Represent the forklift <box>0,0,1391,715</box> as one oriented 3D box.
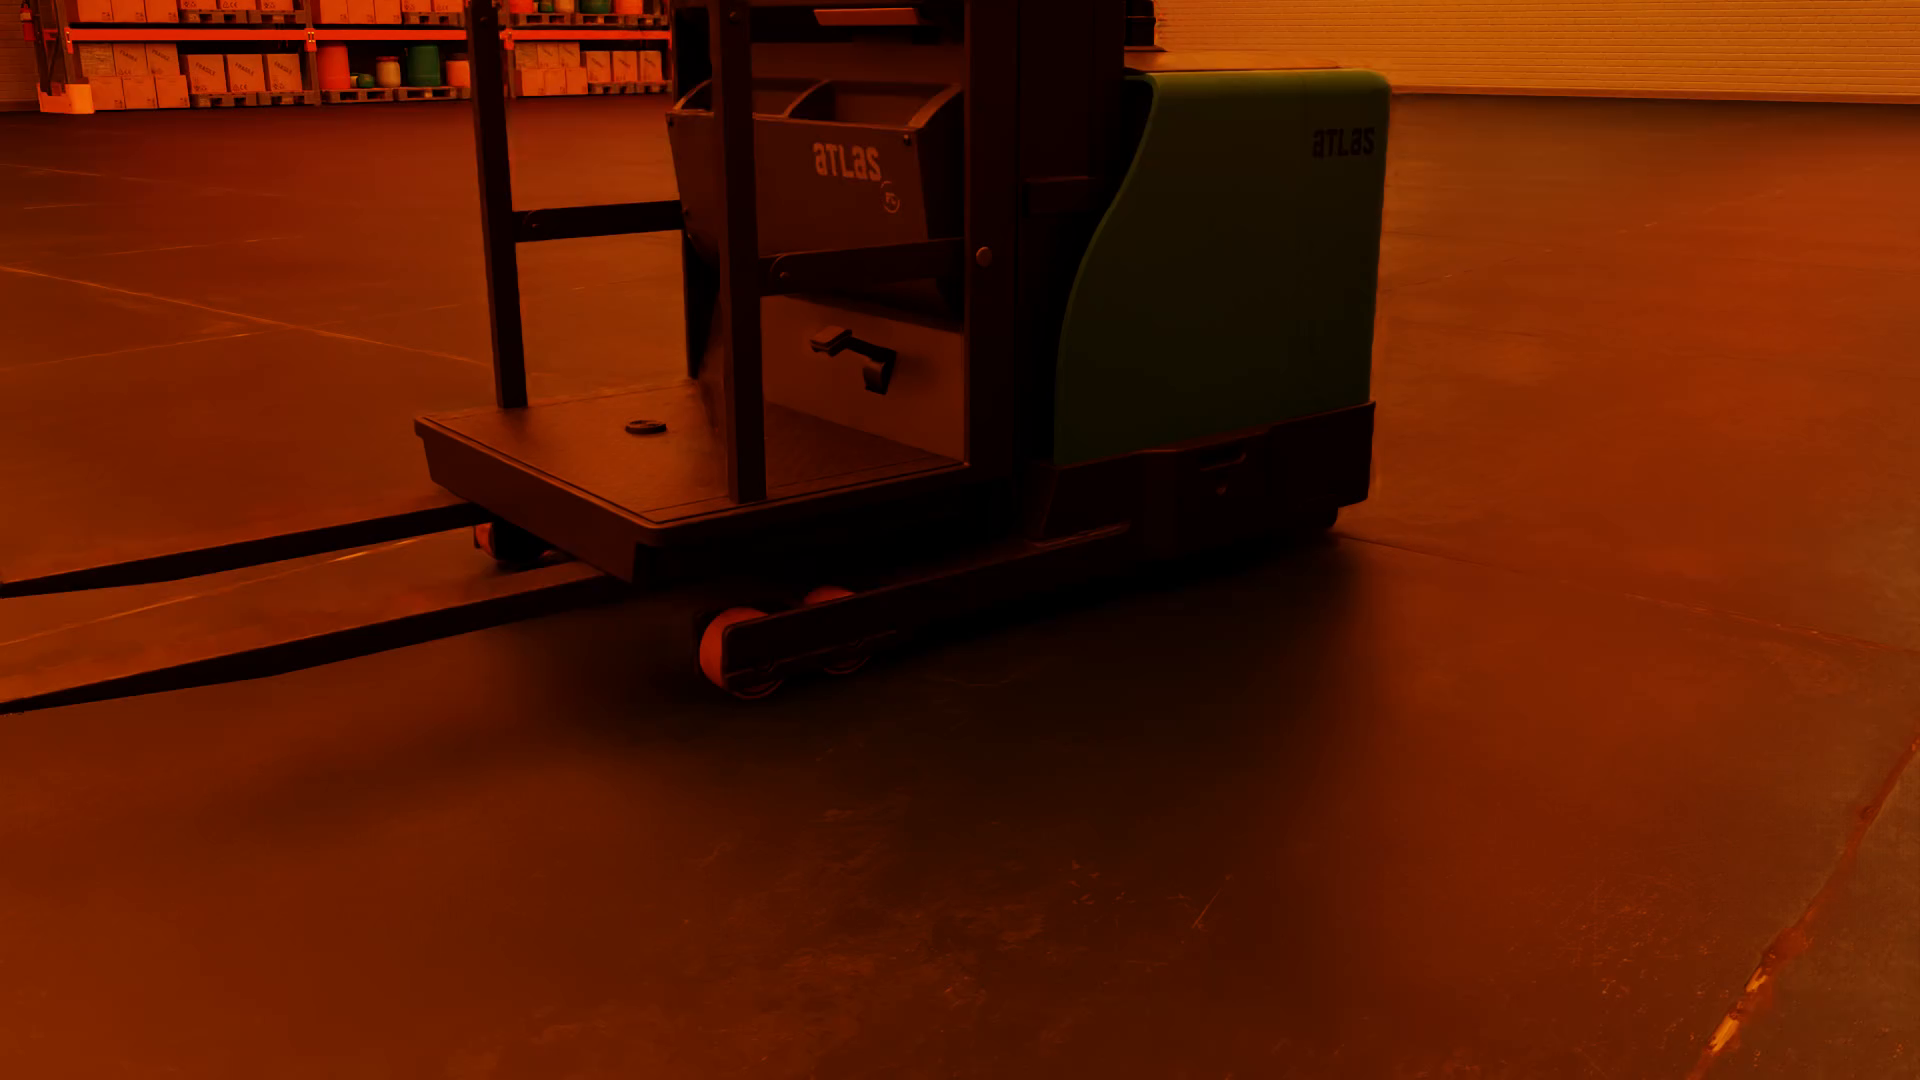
[{"bbox_3d":[-0.474,-1.287,3.137,3.031,2.935,1.130,-13,21,-36],"label":"forklift"}]
